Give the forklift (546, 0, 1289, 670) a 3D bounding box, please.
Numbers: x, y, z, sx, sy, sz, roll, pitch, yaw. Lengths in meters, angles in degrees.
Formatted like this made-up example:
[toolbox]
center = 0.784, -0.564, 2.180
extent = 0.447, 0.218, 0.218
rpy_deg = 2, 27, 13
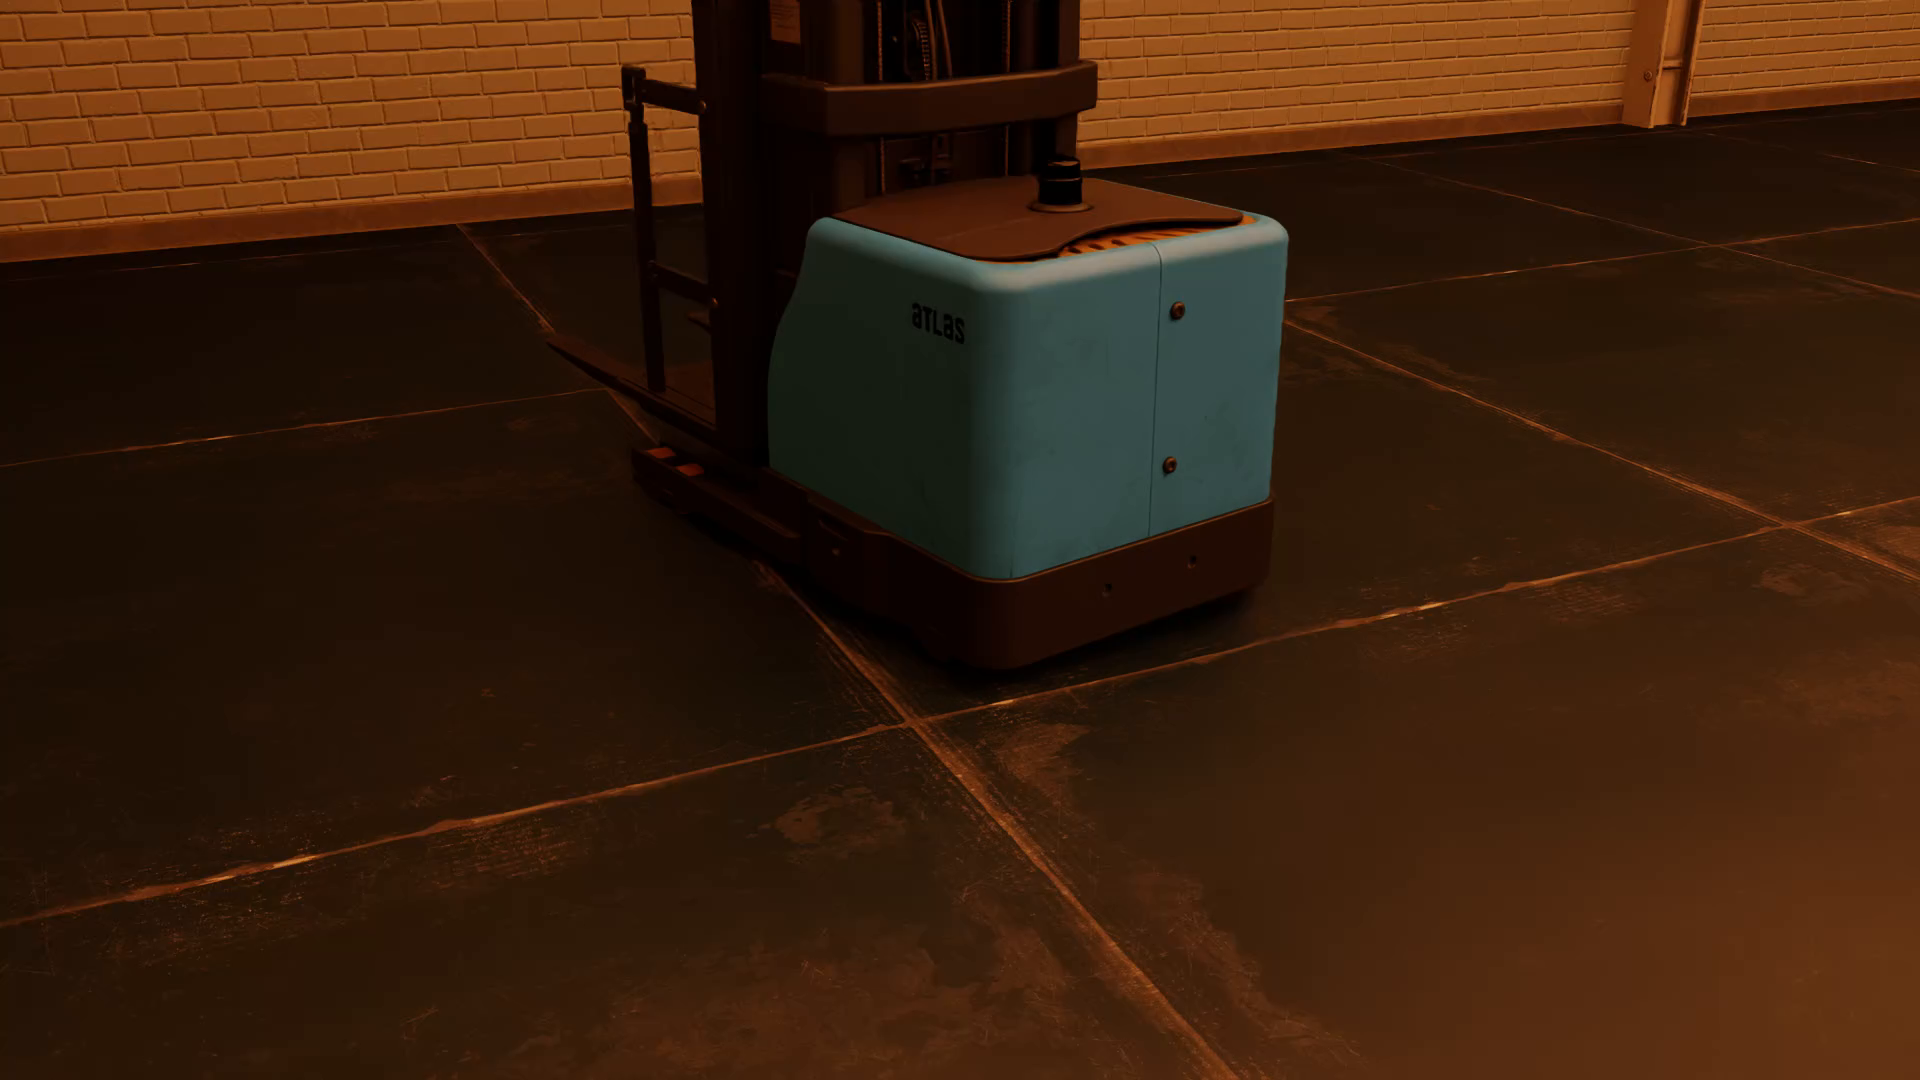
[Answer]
[forklift]
center = -0.415, -1.532, 4.974
extent = 1.130, 2.935, 3.031
rpy_deg = -16, 27, -34
